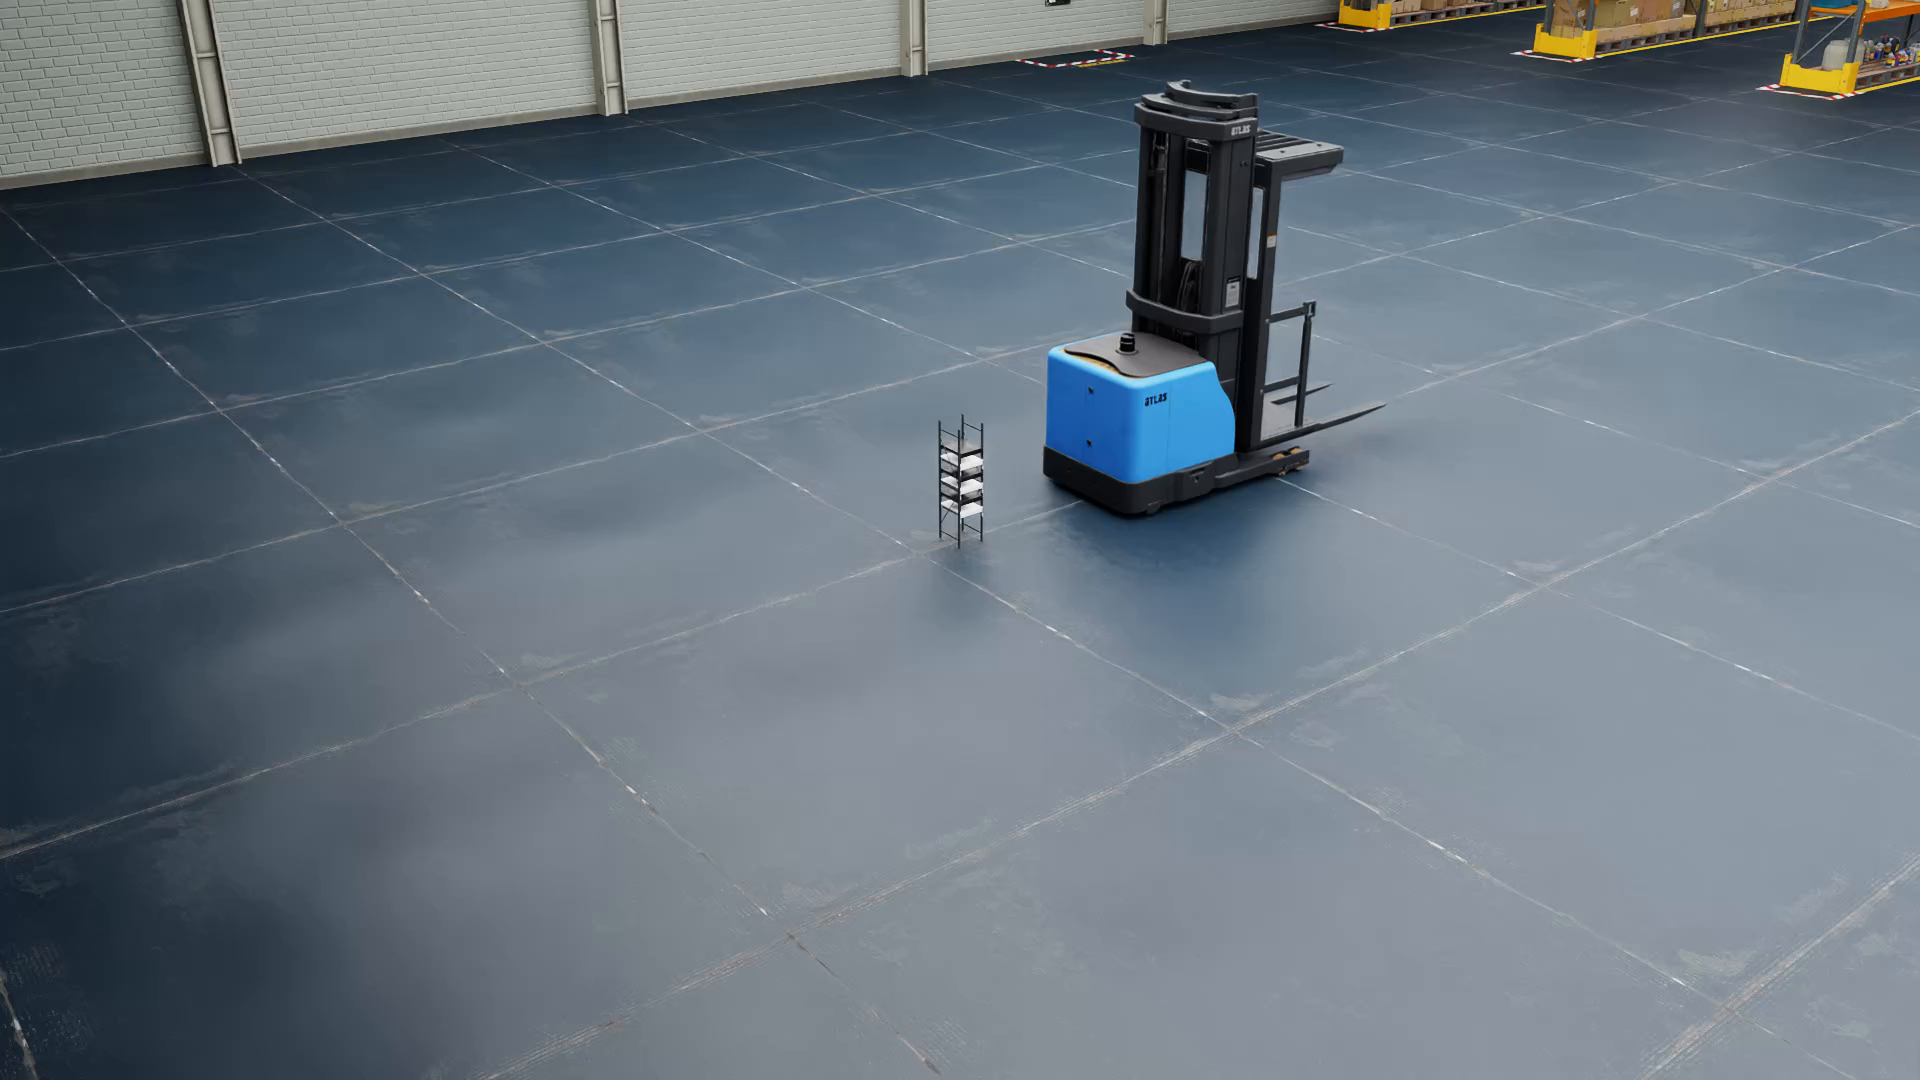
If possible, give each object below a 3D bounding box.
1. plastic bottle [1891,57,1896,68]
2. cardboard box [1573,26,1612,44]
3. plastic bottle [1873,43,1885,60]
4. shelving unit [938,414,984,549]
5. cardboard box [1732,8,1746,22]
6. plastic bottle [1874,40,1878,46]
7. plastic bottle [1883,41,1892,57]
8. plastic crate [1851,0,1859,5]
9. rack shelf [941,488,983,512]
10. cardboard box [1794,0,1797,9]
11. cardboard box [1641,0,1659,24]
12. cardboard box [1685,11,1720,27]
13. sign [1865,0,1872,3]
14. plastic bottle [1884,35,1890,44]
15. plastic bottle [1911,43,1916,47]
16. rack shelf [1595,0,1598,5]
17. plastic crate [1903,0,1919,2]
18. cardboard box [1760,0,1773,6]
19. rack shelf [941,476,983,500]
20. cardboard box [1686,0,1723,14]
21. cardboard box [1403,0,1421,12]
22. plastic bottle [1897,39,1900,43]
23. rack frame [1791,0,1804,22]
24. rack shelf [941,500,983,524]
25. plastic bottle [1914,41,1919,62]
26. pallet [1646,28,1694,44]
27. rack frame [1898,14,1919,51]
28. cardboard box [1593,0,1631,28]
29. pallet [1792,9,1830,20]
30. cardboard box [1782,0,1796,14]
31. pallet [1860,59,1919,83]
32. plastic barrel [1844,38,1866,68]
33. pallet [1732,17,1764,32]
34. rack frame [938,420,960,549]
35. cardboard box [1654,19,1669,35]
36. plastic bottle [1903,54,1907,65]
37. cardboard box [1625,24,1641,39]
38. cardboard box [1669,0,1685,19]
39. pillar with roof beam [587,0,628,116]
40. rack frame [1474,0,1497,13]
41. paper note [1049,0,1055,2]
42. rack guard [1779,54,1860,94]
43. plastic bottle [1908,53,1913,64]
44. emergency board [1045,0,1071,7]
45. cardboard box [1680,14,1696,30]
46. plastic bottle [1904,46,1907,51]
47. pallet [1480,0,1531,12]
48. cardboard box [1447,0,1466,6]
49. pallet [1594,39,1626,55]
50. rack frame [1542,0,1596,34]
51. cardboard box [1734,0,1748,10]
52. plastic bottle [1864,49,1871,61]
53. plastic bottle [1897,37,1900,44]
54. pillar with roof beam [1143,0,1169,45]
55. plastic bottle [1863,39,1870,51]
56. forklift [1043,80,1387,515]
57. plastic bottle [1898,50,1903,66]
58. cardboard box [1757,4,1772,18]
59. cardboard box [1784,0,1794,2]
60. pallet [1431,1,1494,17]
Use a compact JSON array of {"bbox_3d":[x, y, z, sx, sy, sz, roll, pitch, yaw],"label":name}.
[{"bbox_3d":[16.413,-8.431,29.281,0.097,0.201,0.097,0,25,0],"label":"plastic bottle"},{"bbox_3d":[12.218,-9.757,32.104,0.500,0.250,0.500,-18,31,-34],"label":"cardboard box"},{"bbox_3d":[16.597,-8.835,30.063,0.135,0.276,0.152,-18,31,-34],"label":"plastic bottle"},{"bbox_3d":[0.006,-0.410,11.692,0.210,0.900,0.258,-18,31,-34],"label":"shelving unit"},{"bbox_3d":[16.086,-11.021,34.827,0.500,0.250,0.500,-19,31,-36],"label":"cardboard box"},{"bbox_3d":[16.665,-8.962,30.329,0.133,0.283,0.061,-17,30,-32],"label":"plastic bottle"},{"bbox_3d":[16.929,-8.957,30.332,0.097,0.271,0.097,0,25,0],"label":"plastic bottle"},{"bbox_3d":[15.436,-9.434,28.819,0.408,0.251,0.499,-18,31,-34],"label":"plastic crate"},{"bbox_3d":[0.006,-0.298,11.744,0.200,0.077,0.258,-18,31,-34],"label":"rack shelf"},{"bbox_3d":[18.489,-11.915,36.434,0.500,0.500,0.500,-17,30,-32],"label":"cardboard box"},{"bbox_3d":[13.400,-10.485,32.784,0.500,0.500,0.500,-18,31,-34],"label":"cardboard box"},{"bbox_3d":[15.277,-10.753,34.250,0.500,0.250,0.500,-19,31,-35],"label":"cardboard box"},{"bbox_3d":[15.049,-9.048,27.481,0.005,0.325,0.100,-18,31,-34],"label":"sign"},{"bbox_3d":[16.969,-9.071,30.483,0.185,0.351,0.144,-17,30,-33],"label":"plastic bottle"},{"bbox_3d":[17.269,-8.839,30.072,0.135,0.276,0.152,-18,31,-34],"label":"plastic bottle"},{"bbox_3d":[13.233,-10.941,32.743,4.000,0.370,1.077,-18,31,-34],"label":"rack shelf"},{"bbox_3d":[16.739,-9.520,29.139,0.437,0.136,0.530,-18,31,-34],"label":"plastic crate"},{"bbox_3d":[16.890,-11.538,35.277,0.500,0.311,0.500,-18,31,-34],"label":"cardboard box"},{"bbox_3d":[0.006,-0.380,11.706,0.200,0.077,0.258,-18,31,-34],"label":"rack shelf"},{"bbox_3d":[15.286,-11.009,34.137,0.500,0.311,0.500,-18,30,-34],"label":"cardboard box"},{"bbox_3d":[9.648,-11.666,36.121,0.500,0.311,0.500,-15,29,-30],"label":"cardboard box"},{"bbox_3d":[17.168,-9.047,30.511,0.133,0.283,0.061,-18,31,-34],"label":"plastic bottle"},{"bbox_3d":[17.954,-12.826,35.950,0.127,3.000,1.000,-18,31,-34],"label":"rack frame"},{"bbox_3d":[0.006,-0.217,11.782,0.200,0.077,0.258,-18,31,-34],"label":"rack shelf"},{"bbox_3d":[17.126,-8.746,29.784,0.185,0.351,0.144,-18,31,-34],"label":"plastic bottle"},{"bbox_3d":[14.155,-10.329,33.883,1.213,0.211,1.003,-18,31,-34],"label":"pallet"},{"bbox_3d":[17.860,-10.145,30.173,0.127,3.000,1.000,-18,31,-34],"label":"rack frame"},{"bbox_3d":[12.611,-10.227,32.227,0.500,0.500,0.500,-18,31,-34],"label":"cardboard box"},{"bbox_3d":[18.565,-11.742,36.928,1.213,0.211,1.003,-18,31,-34],"label":"pallet"},{"bbox_3d":[17.691,-11.552,35.972,0.500,0.250,0.500,-17,30,-33],"label":"cardboard box"},{"bbox_3d":[16.345,-8.401,29.727,1.213,0.211,1.003,-18,31,-34],"label":"pallet"},{"bbox_3d":[15.578,-8.494,29.073,0.421,0.512,0.421,0,25,0],"label":"plastic barrel"},{"bbox_3d":[16.323,-11.045,35.425,1.213,0.211,1.003,-18,31,-34],"label":"pallet"},{"bbox_3d":[-0.074,-0.384,11.635,0.006,0.900,0.240,-18,31,-34],"label":"rack frame"},{"bbox_3d":[13.793,-10.276,33.223,0.500,0.250,0.500,-18,31,-34],"label":"cardboard box"},{"bbox_3d":[16.758,-8.545,29.526,0.097,0.201,0.097,0,25,0],"label":"plastic bottle"},{"bbox_3d":[13.003,-10.017,32.666,0.500,0.250,0.500,-18,31,-34],"label":"cardboard box"},{"bbox_3d":[14.176,-10.751,33.356,0.500,0.500,0.500,-18,31,-34],"label":"cardboard box"},{"bbox_3d":[-2.892,-9.475,21.604,0.400,9.000,9.100,-18,31,-34],"label":"pillar with roof beam"},{"bbox_3d":[11.747,-13.427,37.245,0.127,3.000,1.000,-18,31,-34],"label":"rack frame"},{"bbox_3d":[1.745,-10.246,31.437,0.142,0.148,0.016,-18,31,-34],"label":"paper note"},{"bbox_3d":[14.743,-8.007,28.537,0.348,0.500,1.175,-18,31,-34],"label":"rack guard"},{"bbox_3d":[16.920,-8.598,29.642,0.097,0.201,0.097,0,25,0],"label":"plastic bottle"},{"bbox_3d":[1.927,-10.668,31.301,0.643,1.169,0.194,-18,31,-34],"label":"emergency board"},{"bbox_3d":[14.577,-10.537,33.786,0.500,0.250,0.500,-18,31,-34],"label":"cardboard box"},{"bbox_3d":[16.930,-8.710,29.786,0.133,0.283,0.061,-18,31,-34],"label":"plastic bottle"},{"bbox_3d":[12.359,-12.365,38.269,1.213,0.211,1.003,-18,31,-34],"label":"pallet"},{"bbox_3d":[10.955,-12.210,37.069,0.500,0.500,0.500,-21,32,-38],"label":"cardboard box"},{"bbox_3d":[12.235,-9.695,32.517,1.213,0.211,1.003,-18,31,-34],"label":"pallet"},{"bbox_3d":[11.659,-10.748,31.472,0.127,3.000,1.000,-18,31,-34],"label":"rack frame"},{"bbox_3d":[16.089,-11.272,34.704,0.500,0.311,0.500,-19,31,-36],"label":"cardboard box"},{"bbox_3d":[16.303,-8.714,29.892,0.097,0.201,0.097,0,25,0],"label":"plastic bottle"},{"bbox_3d":[17.339,-9.169,30.790,0.097,0.271,0.097,0,25,0],"label":"plastic bottle"},{"bbox_3d":[6.551,-12.593,28.321,0.400,9.000,9.100,-18,31,-34],"label":"pillar with roof beam"},{"bbox_3d":[16.340,-8.863,30.035,0.185,0.351,0.144,-17,30,-32],"label":"plastic bottle"},{"bbox_3d":[2.127,-1.993,12.690,3.031,2.935,1.130,-17,30,-33],"label":"forklift"},{"bbox_3d":[16.601,-8.525,29.400,0.097,0.271,0.097,0,25,0],"label":"plastic bottle"},{"bbox_3d":[16.890,-11.287,35.401,0.500,0.250,0.500,-17,30,-33],"label":"cardboard box"},{"bbox_3d":[17.694,-11.806,35.853,0.500,0.311,0.500,-17,30,-33],"label":"cardboard box"},{"bbox_3d":[11.240,-11.976,37.431,1.213,0.211,1.003,-18,31,-34],"label":"pallet"}]
